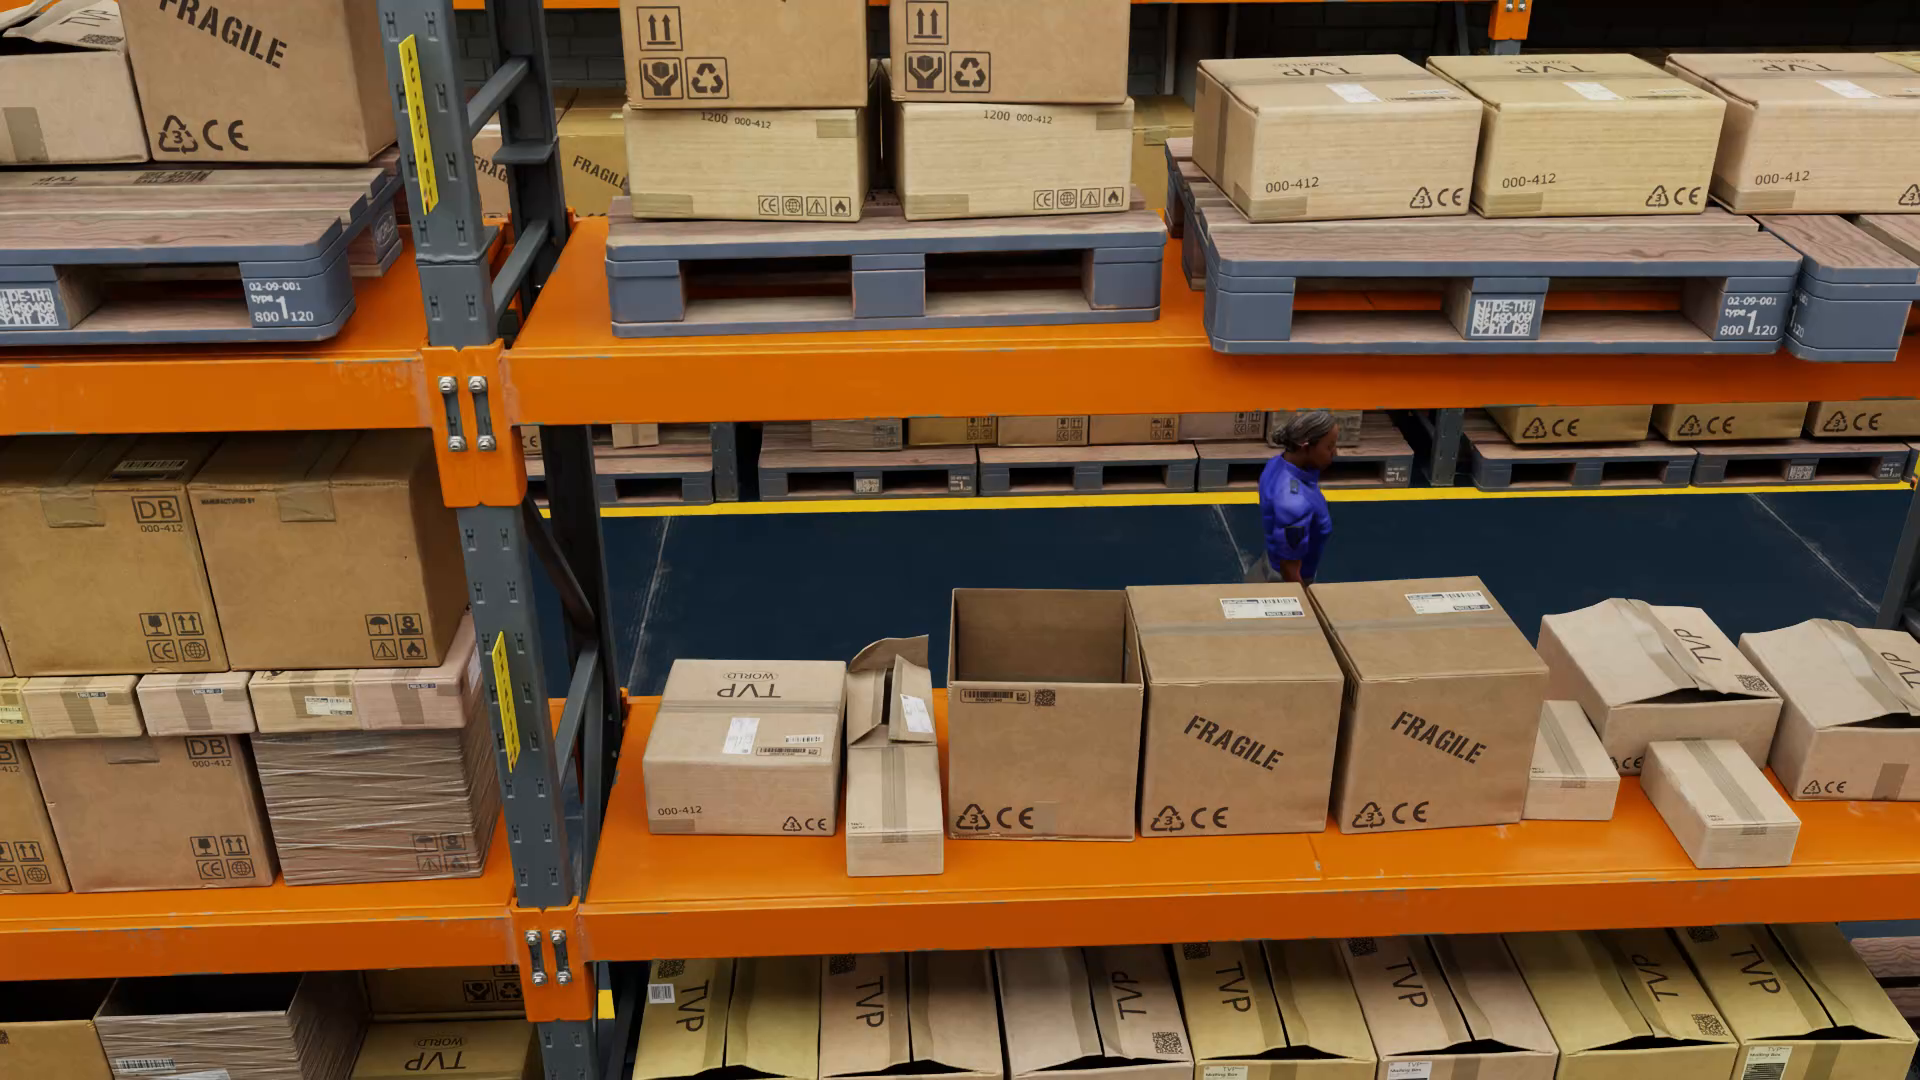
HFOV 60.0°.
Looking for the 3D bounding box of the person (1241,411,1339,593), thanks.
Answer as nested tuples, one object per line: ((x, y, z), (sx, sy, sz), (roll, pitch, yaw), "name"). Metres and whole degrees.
((1.308, 0.247, 6.512), (0.517, 1.665, 0.463), (2, 28, 4), "person")
